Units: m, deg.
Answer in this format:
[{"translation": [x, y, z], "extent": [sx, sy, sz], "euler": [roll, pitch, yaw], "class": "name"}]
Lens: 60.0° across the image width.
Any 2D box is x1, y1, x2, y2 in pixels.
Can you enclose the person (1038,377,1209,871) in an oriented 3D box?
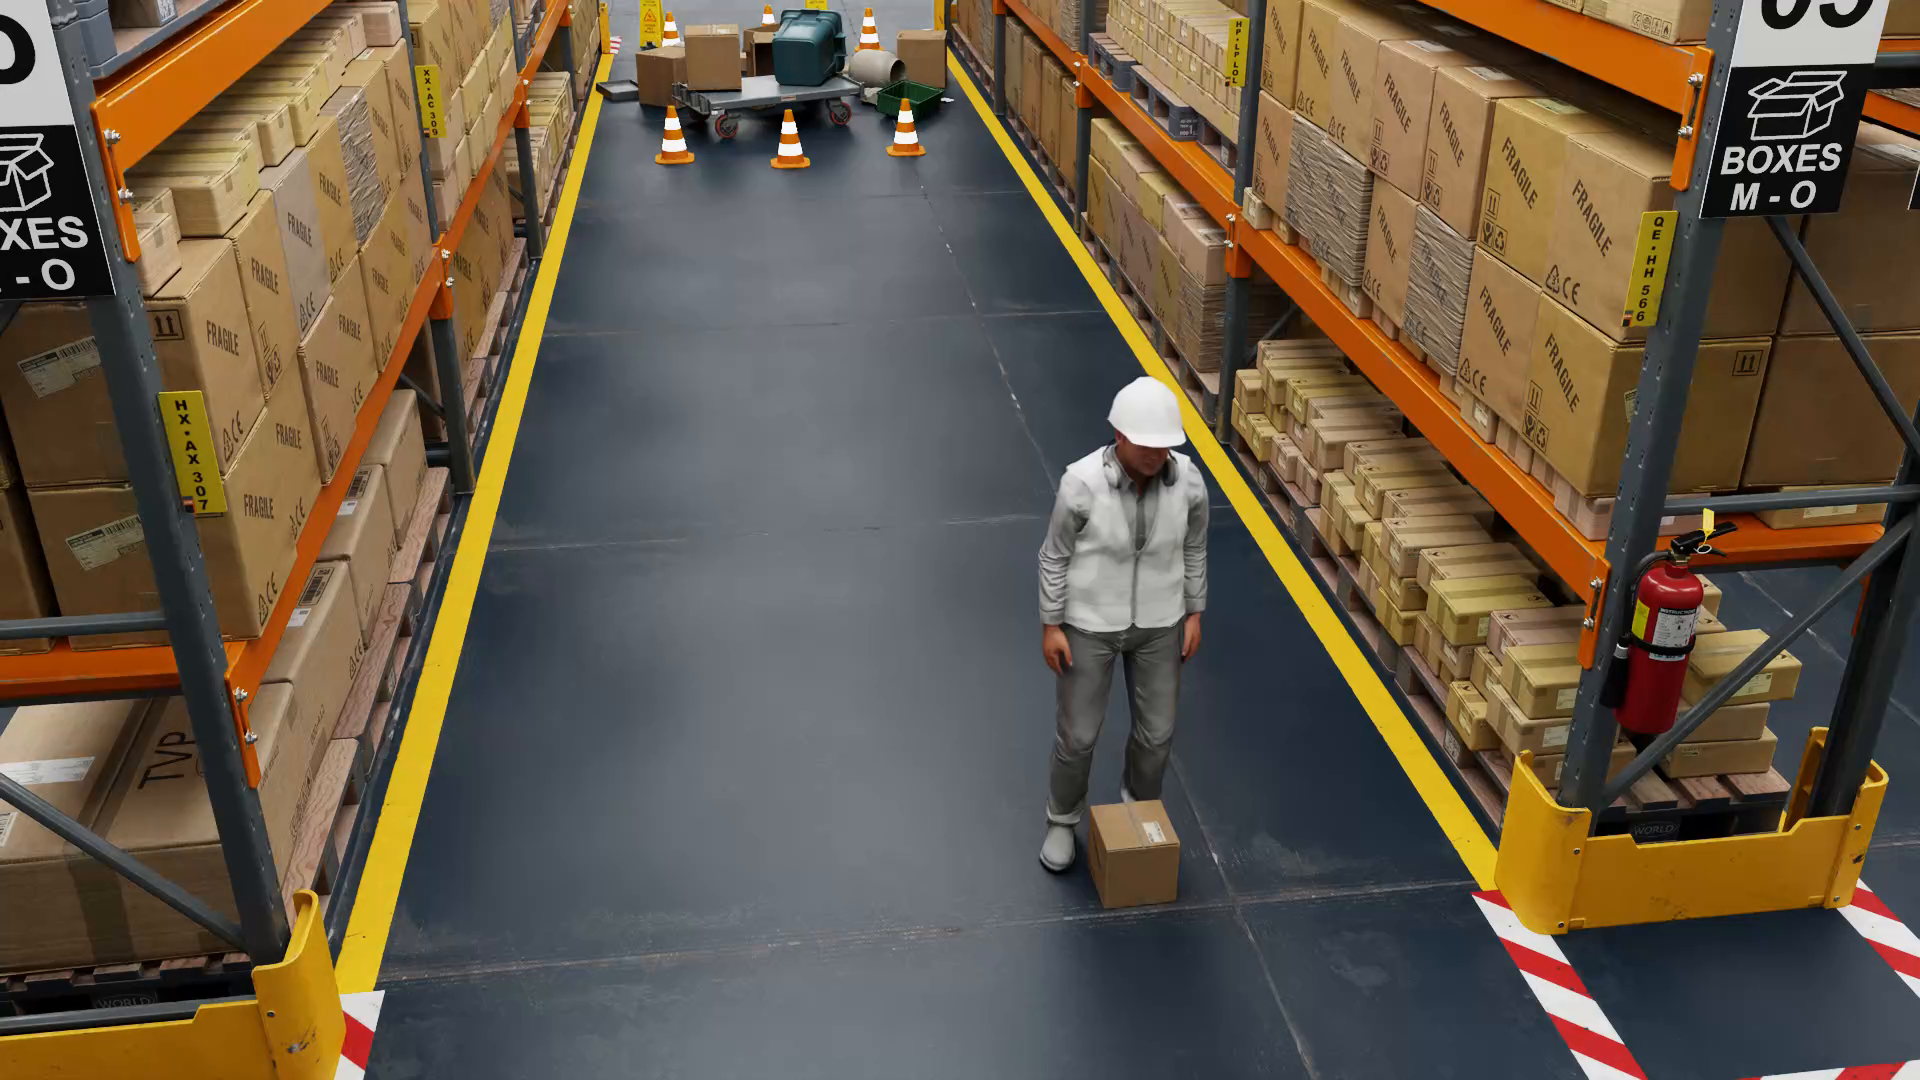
[{"translation": [0.546, 0.274, 5.551], "extent": [0.579, 1.769, 0.466], "euler": [-5, 27, -9], "class": "person"}]
